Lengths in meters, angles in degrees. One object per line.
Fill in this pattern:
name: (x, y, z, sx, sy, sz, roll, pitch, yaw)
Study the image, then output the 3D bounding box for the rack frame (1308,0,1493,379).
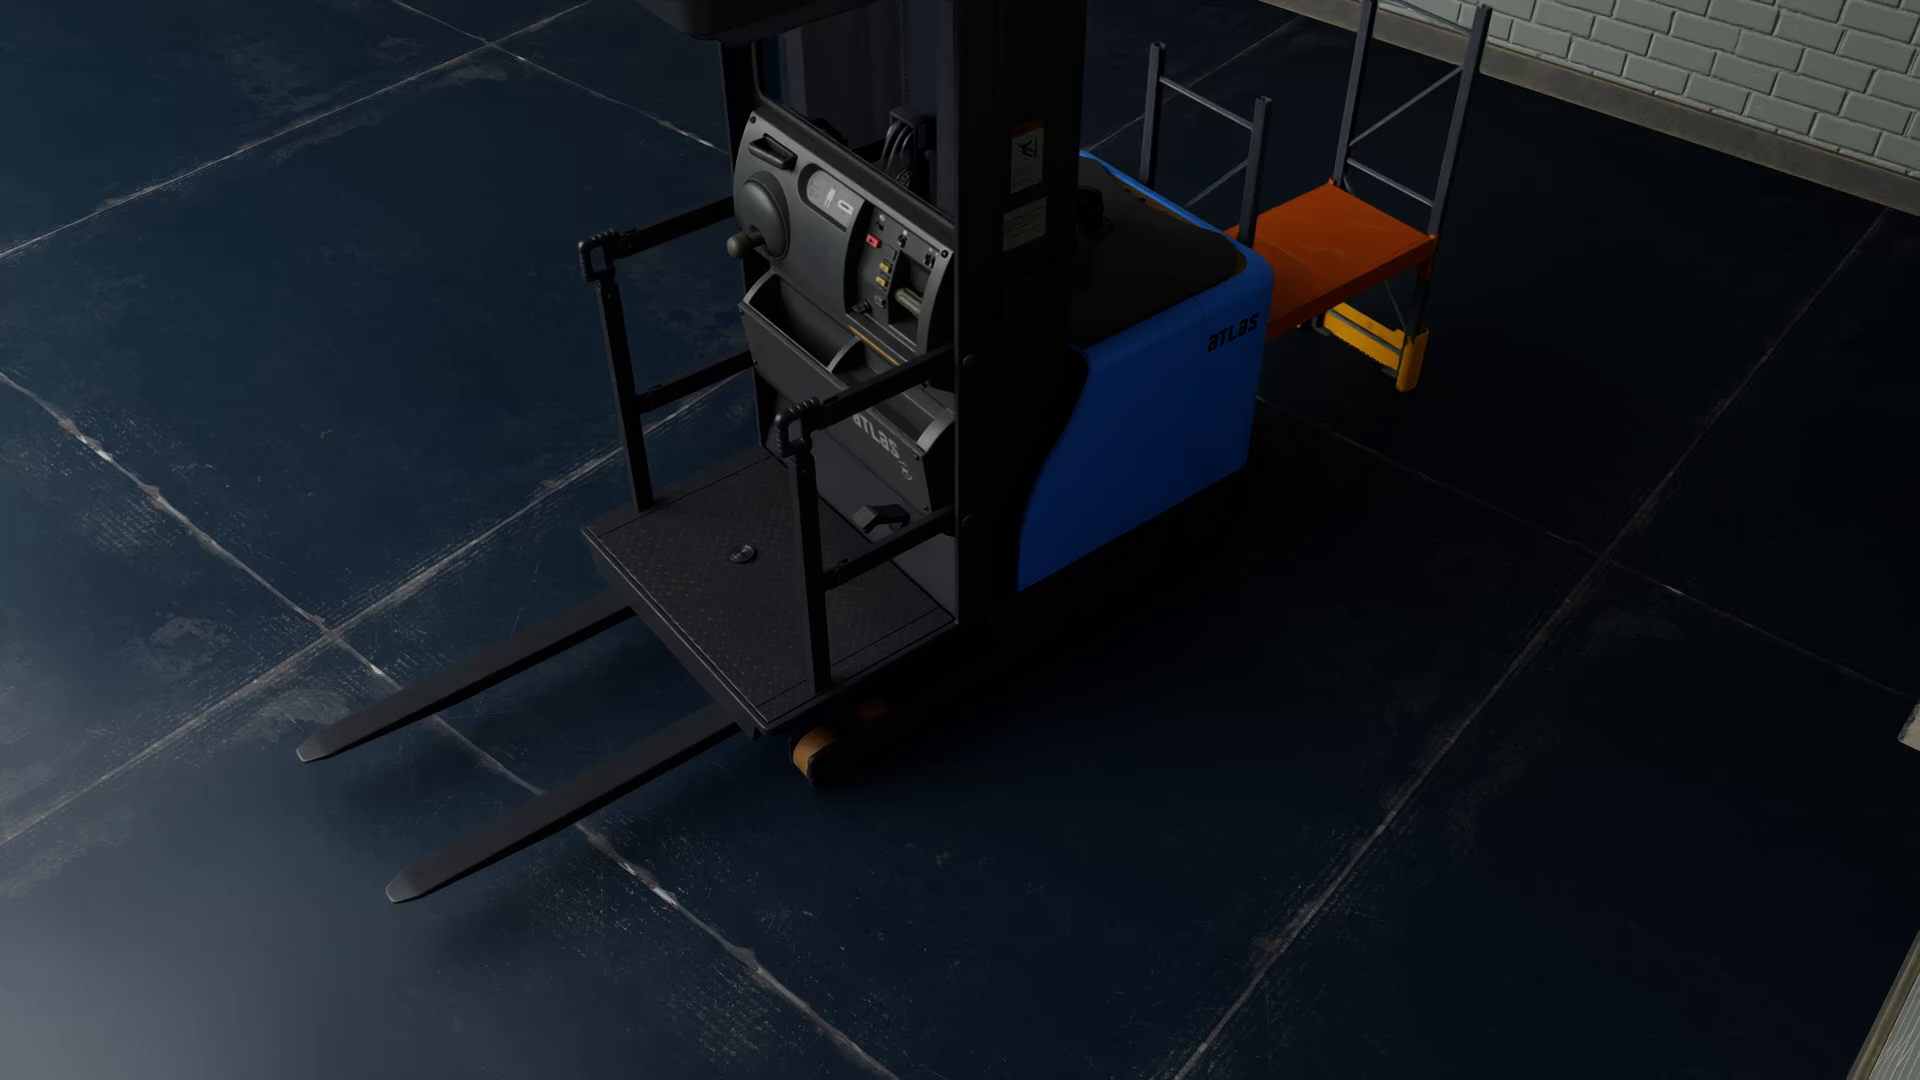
rack frame: (1.561, -1.295, 6.030, 0.032, 1.500, 0.500, -28, 49, -27)

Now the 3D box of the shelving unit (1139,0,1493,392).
shelving unit: (1.154, -1.080, 5.794, 1.083, 1.500, 0.587, -28, 49, -27)

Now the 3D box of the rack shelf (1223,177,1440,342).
rack shelf: (1.162, -0.950, 5.919, 1.000, 0.185, 0.538, -28, 49, -27)

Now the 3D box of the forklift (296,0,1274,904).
forklift: (-0.495, -0.774, 4.394, 3.031, 2.935, 1.130, -28, 49, -27)

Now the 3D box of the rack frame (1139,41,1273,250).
rack frame: (0.762, -0.872, 5.566, 0.032, 1.500, 0.500, -28, 49, -27)

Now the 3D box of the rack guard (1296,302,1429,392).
rack guard: (1.546, -0.824, 6.442, 0.087, 0.250, 0.587, -28, 49, -27)
